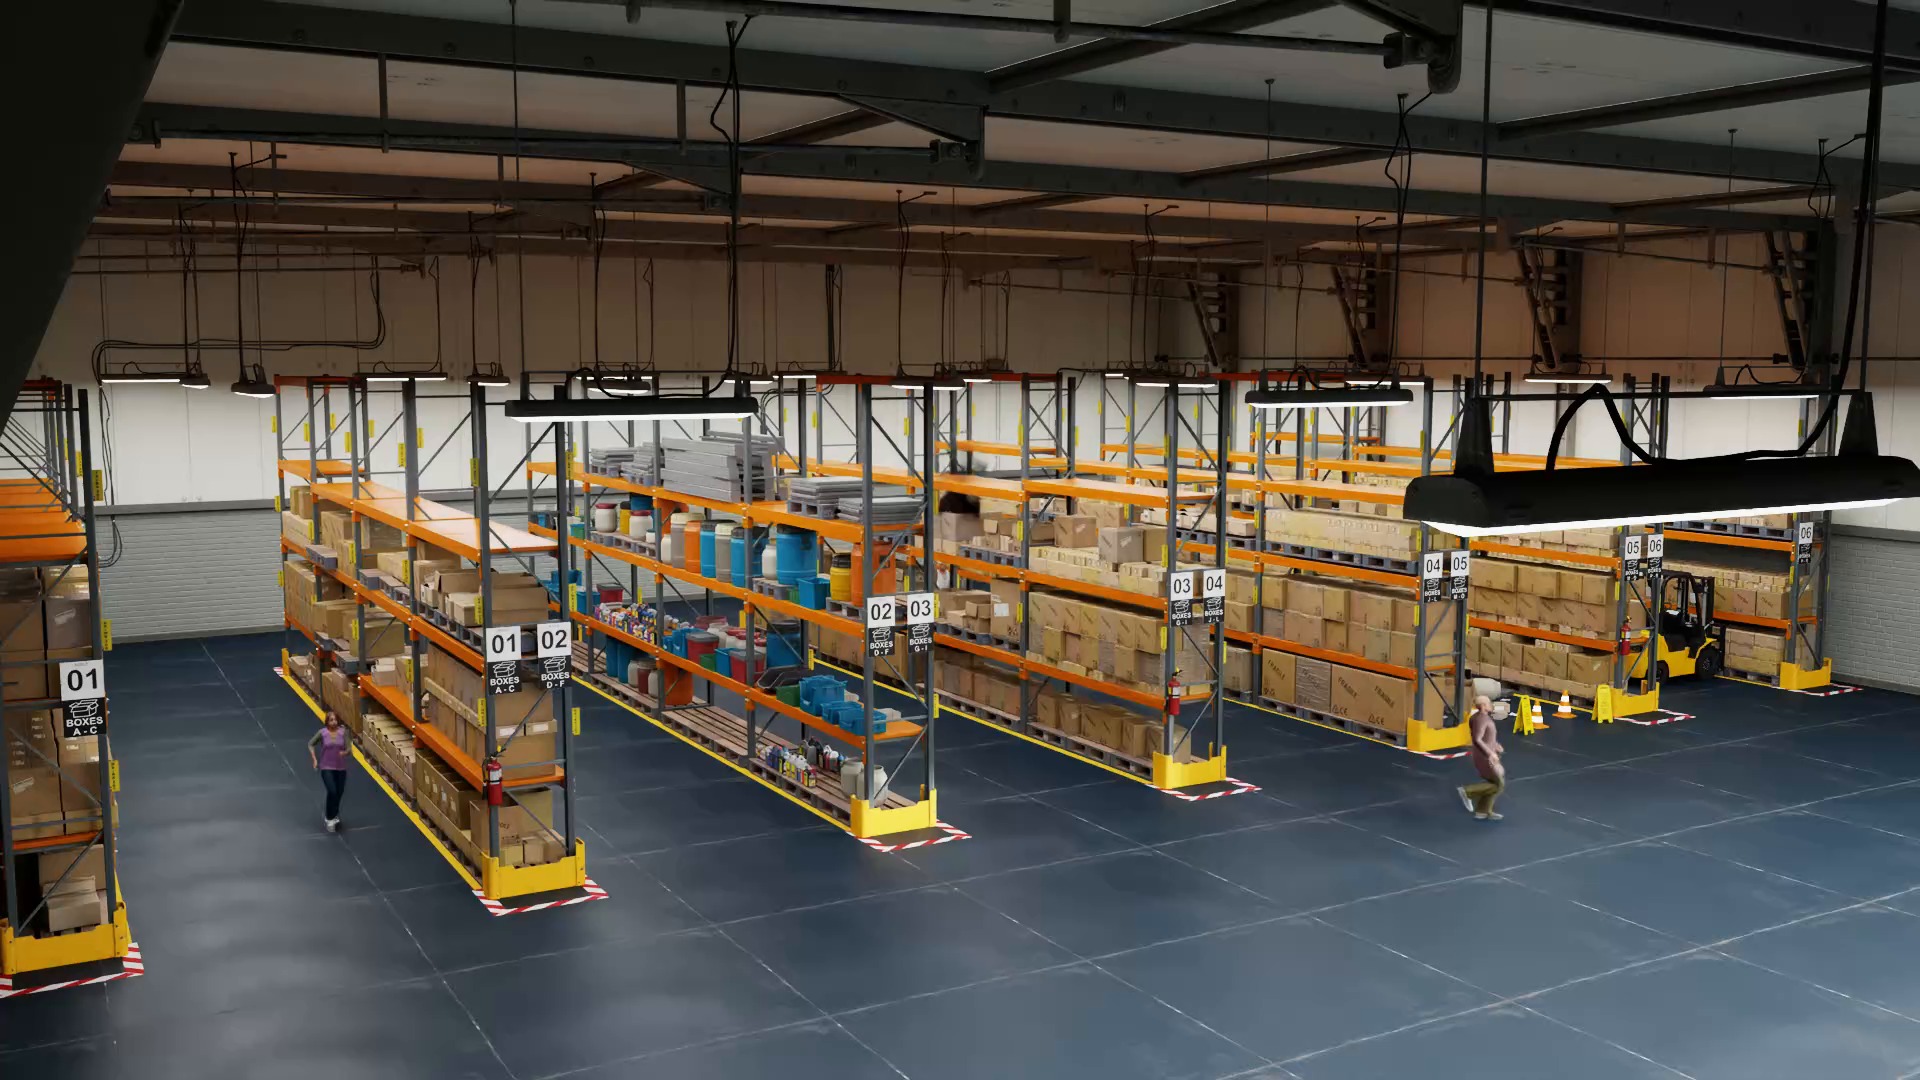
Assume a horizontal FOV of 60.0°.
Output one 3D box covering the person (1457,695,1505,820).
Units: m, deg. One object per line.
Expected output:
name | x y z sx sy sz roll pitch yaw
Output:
person | 7.158 2.984 22.841 0.631 1.726 0.726 1 6 10

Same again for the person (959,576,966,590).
person | 0.125 0.911 42.472 0.510 1.545 0.744 0 6 2

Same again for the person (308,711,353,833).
person | -8.411 3.103 22.308 0.503 1.610 0.682 -5 8 -38

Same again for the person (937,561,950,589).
person | -0.389 1.300 37.573 0.661 1.783 0.981 -3 7 -26
